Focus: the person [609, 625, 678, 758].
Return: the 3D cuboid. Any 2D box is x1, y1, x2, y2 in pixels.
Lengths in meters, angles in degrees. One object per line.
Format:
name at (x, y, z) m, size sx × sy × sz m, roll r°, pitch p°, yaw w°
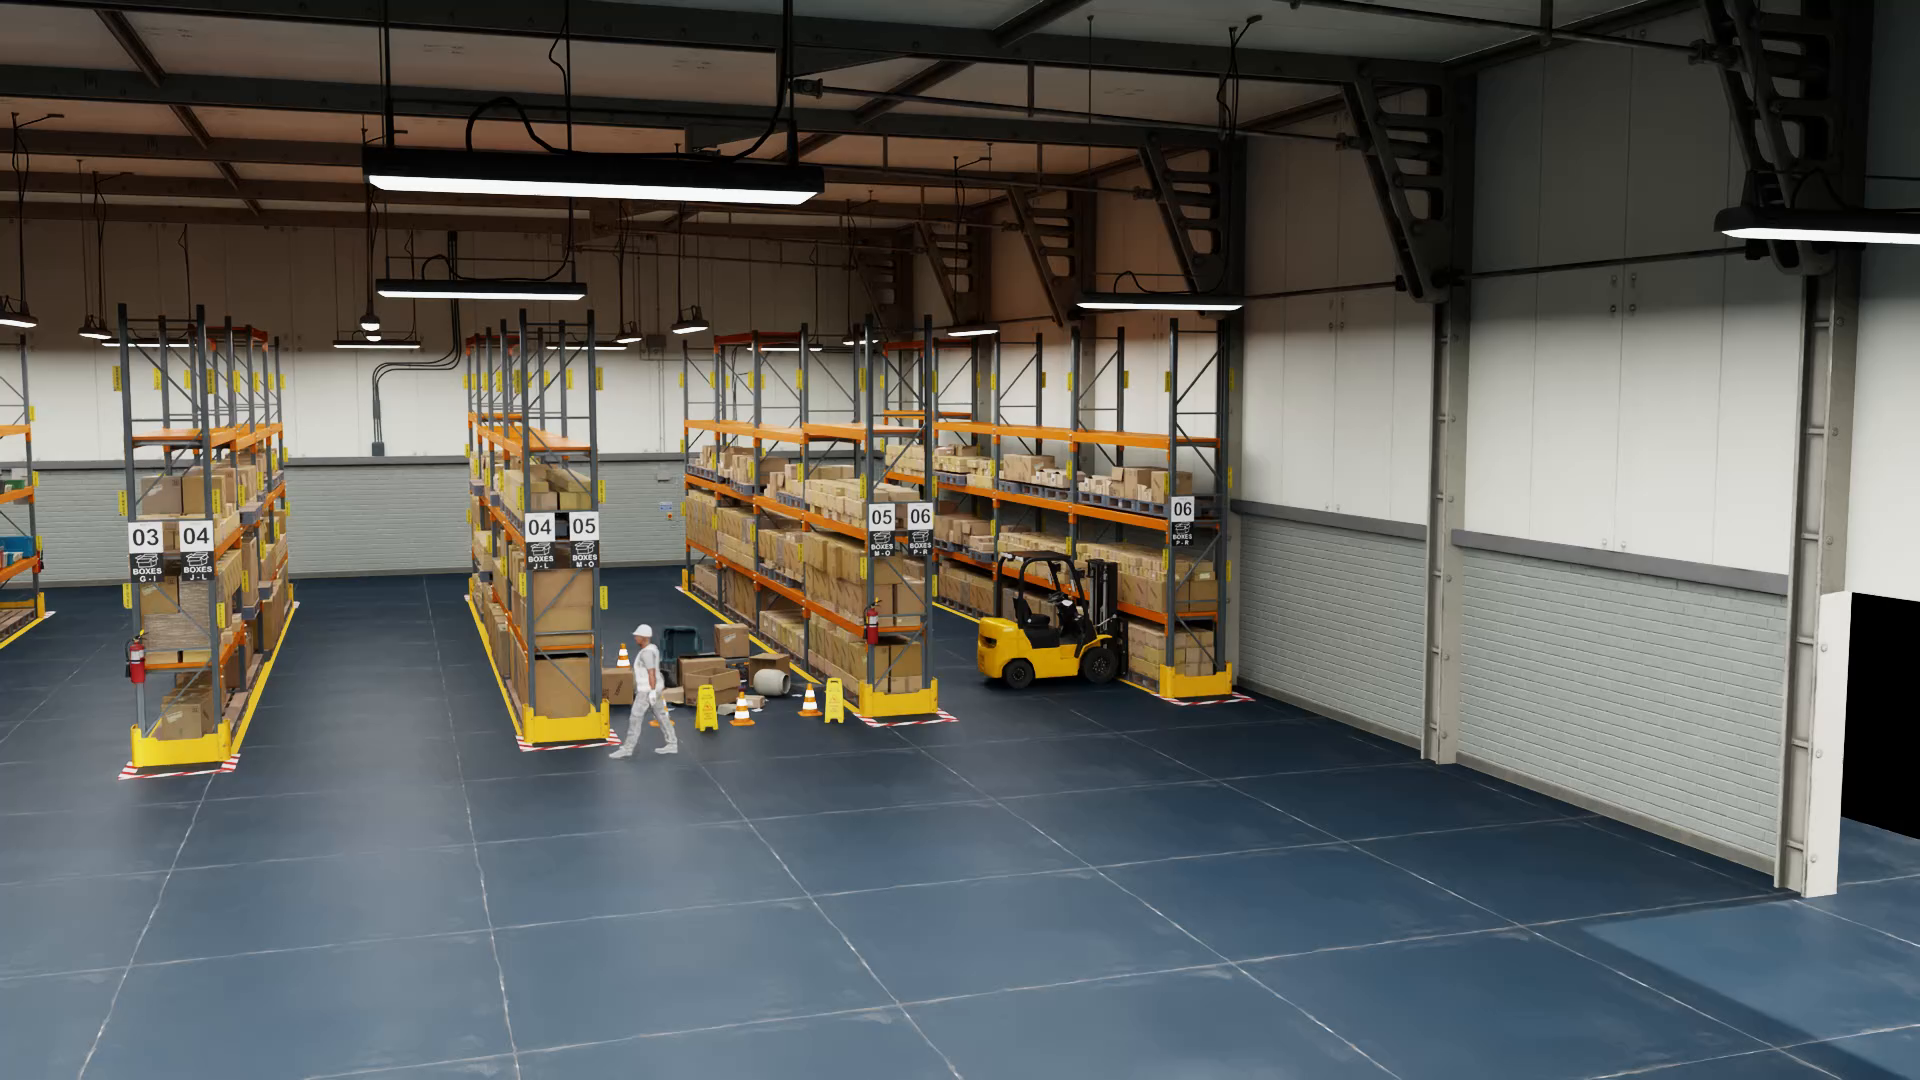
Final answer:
person at (-4.221, 2.001, 22.239) m, size 0.864 × 1.742 × 0.584 m, roll 0°, pitch 5°, yaw 3°
